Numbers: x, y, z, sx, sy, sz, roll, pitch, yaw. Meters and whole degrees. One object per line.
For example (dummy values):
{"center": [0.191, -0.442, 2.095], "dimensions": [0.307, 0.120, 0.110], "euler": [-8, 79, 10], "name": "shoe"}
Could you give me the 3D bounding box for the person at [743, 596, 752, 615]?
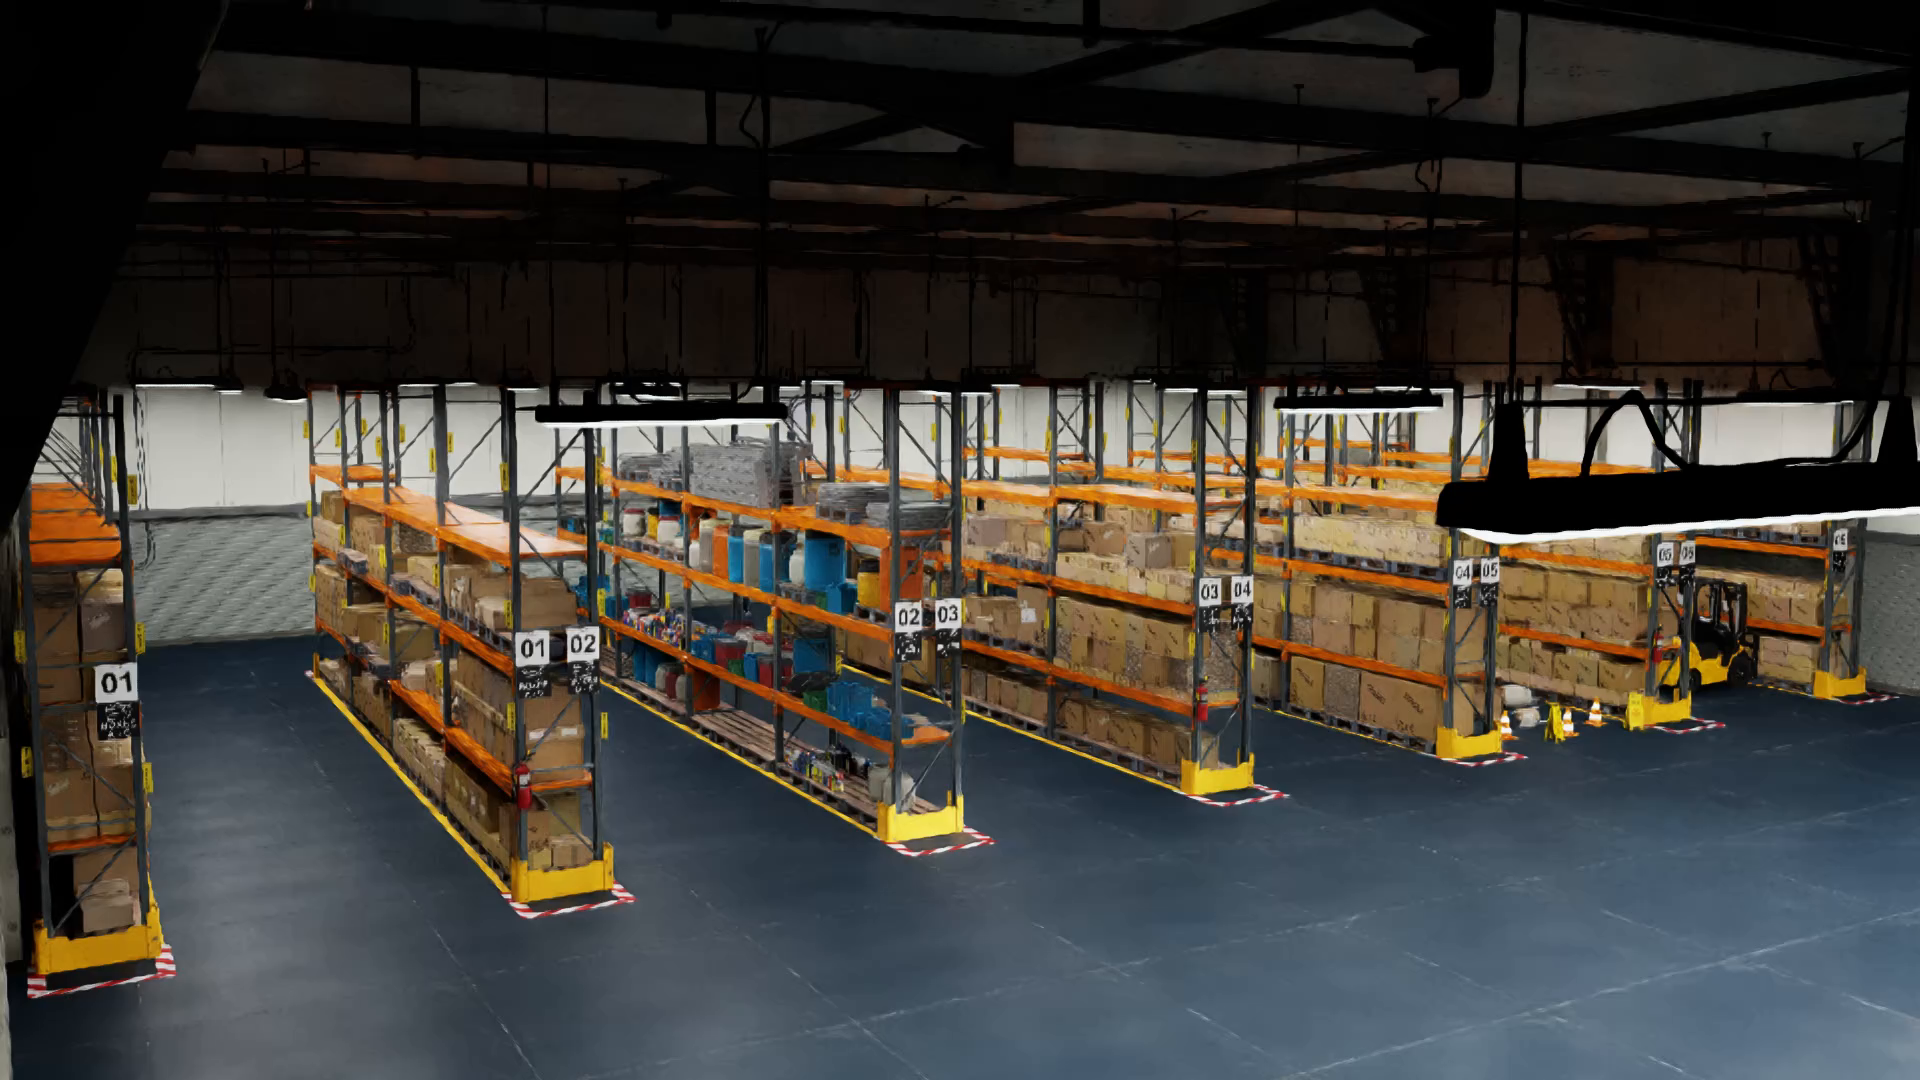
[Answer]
{"center": [-5.385, 1.185, 41.173], "dimensions": [0.461, 1.531, 0.868], "euler": [-1, 6, -7], "name": "person"}
